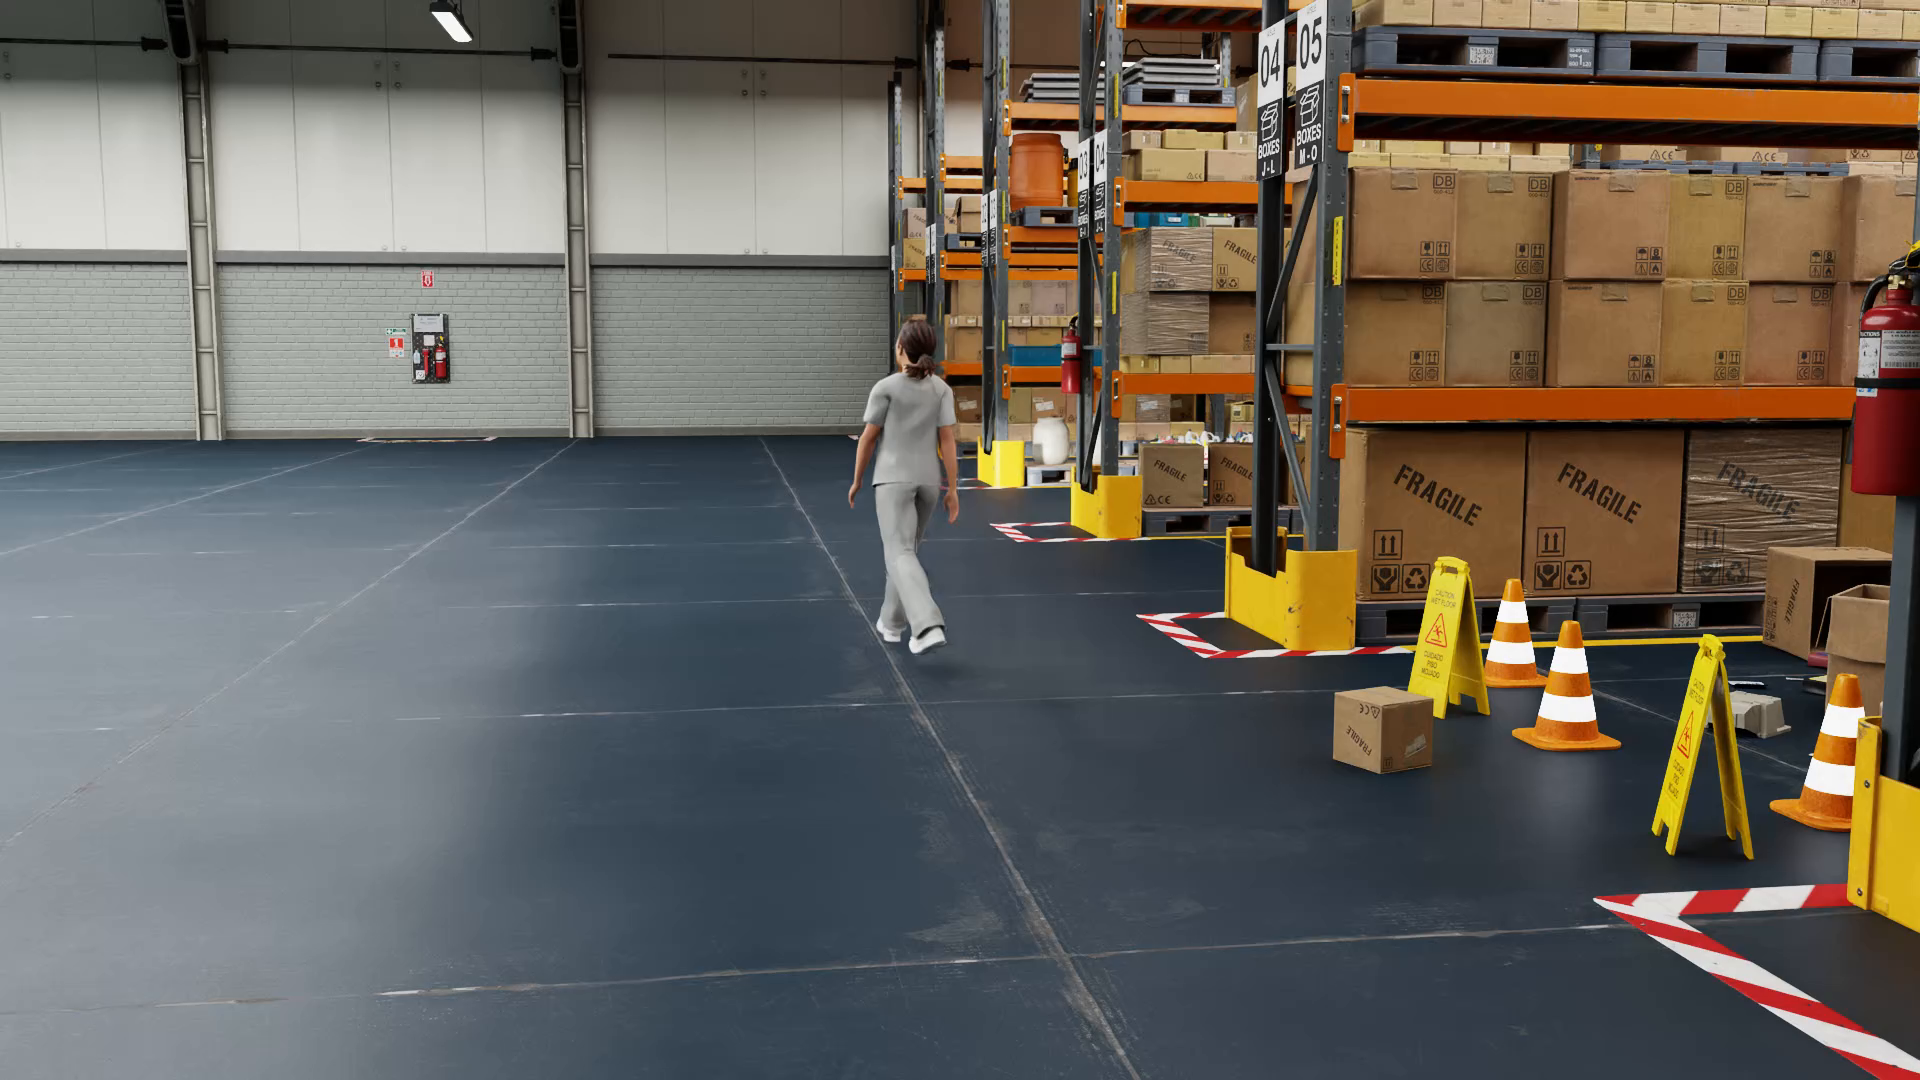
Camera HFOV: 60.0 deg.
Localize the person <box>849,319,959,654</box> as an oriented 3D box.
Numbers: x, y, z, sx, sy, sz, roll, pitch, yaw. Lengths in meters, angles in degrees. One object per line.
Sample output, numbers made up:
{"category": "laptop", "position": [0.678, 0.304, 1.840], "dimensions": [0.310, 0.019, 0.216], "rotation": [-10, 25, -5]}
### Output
{"category": "person", "position": [-0.268, -0.259, 8.088], "dimensions": [0.454, 1.617, 1.040], "rotation": [-3, 7, -27]}
